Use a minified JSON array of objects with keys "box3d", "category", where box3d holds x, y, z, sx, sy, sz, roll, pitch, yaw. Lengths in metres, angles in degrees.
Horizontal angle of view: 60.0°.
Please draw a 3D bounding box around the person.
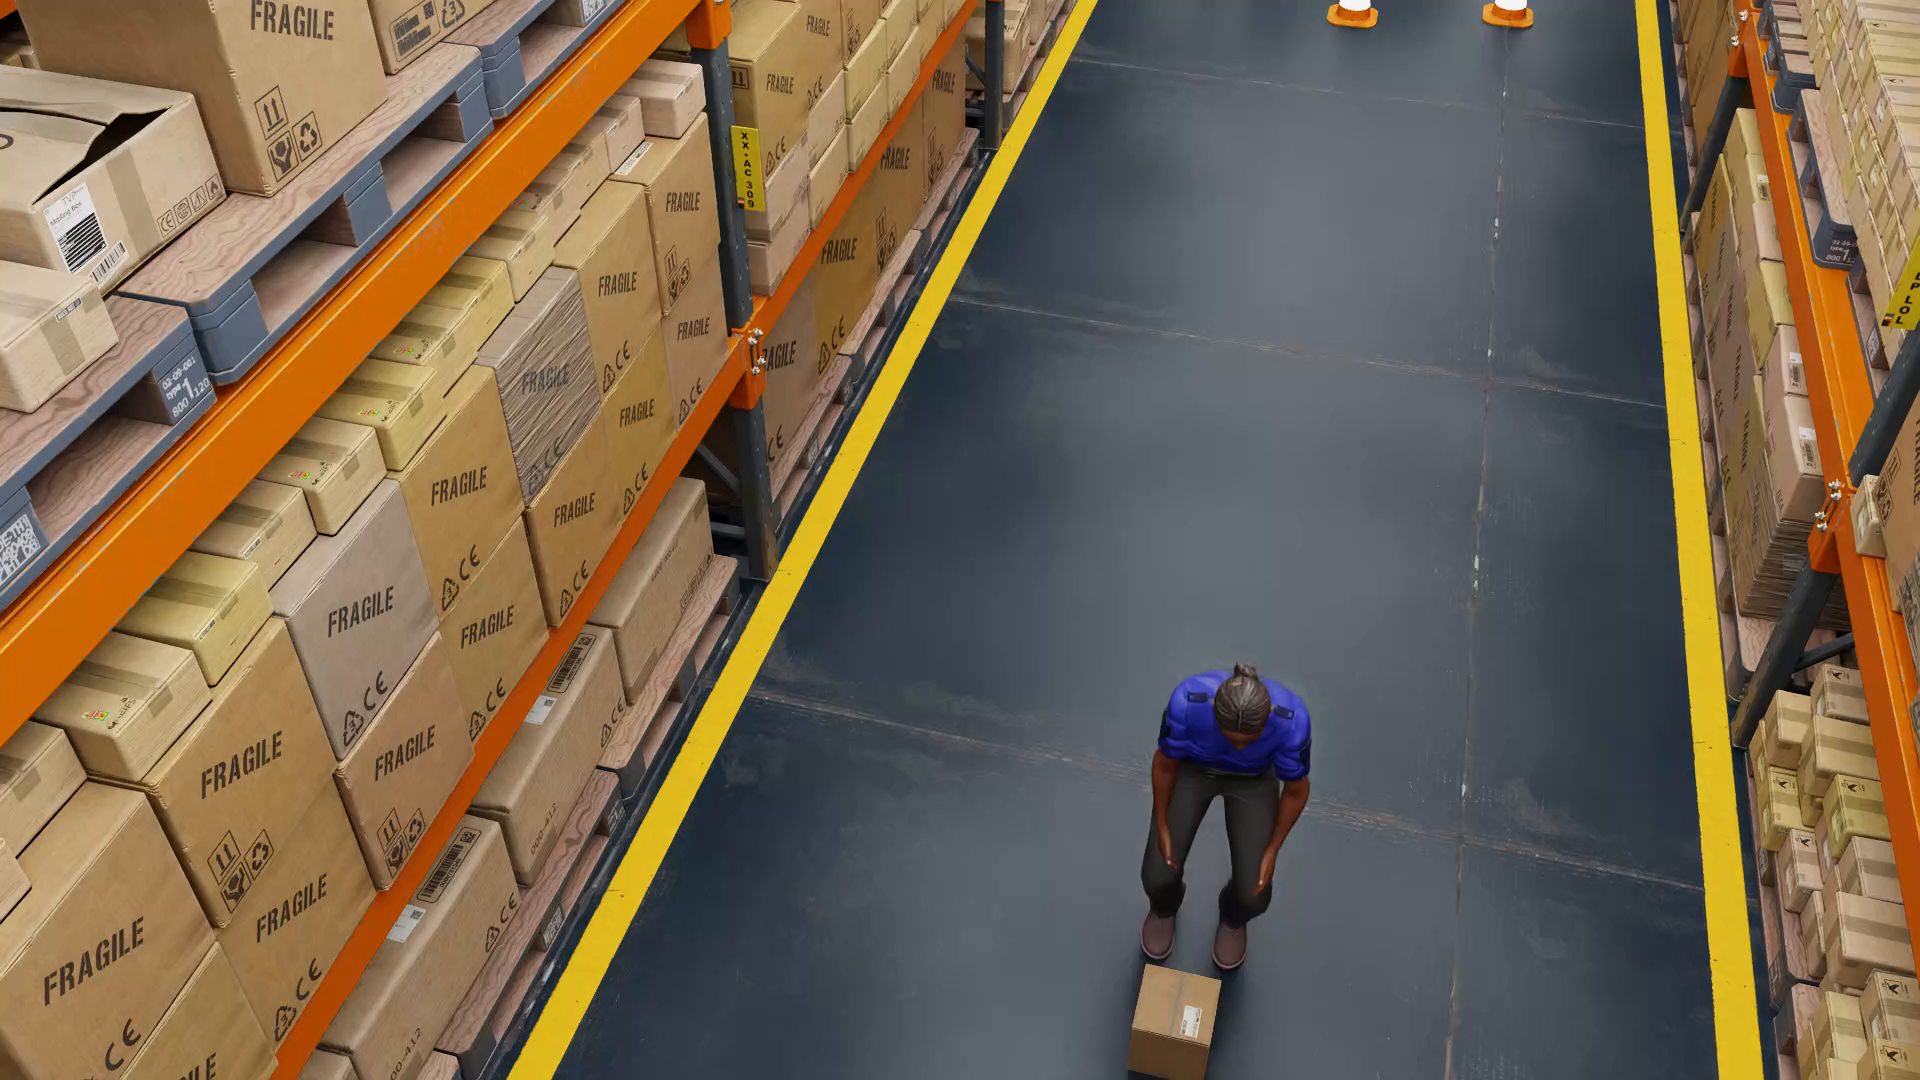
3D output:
[{"box3d":[0.858,0.849,5.352,0.490,1.465,0.555,10,42,12],"category":"person"}]
